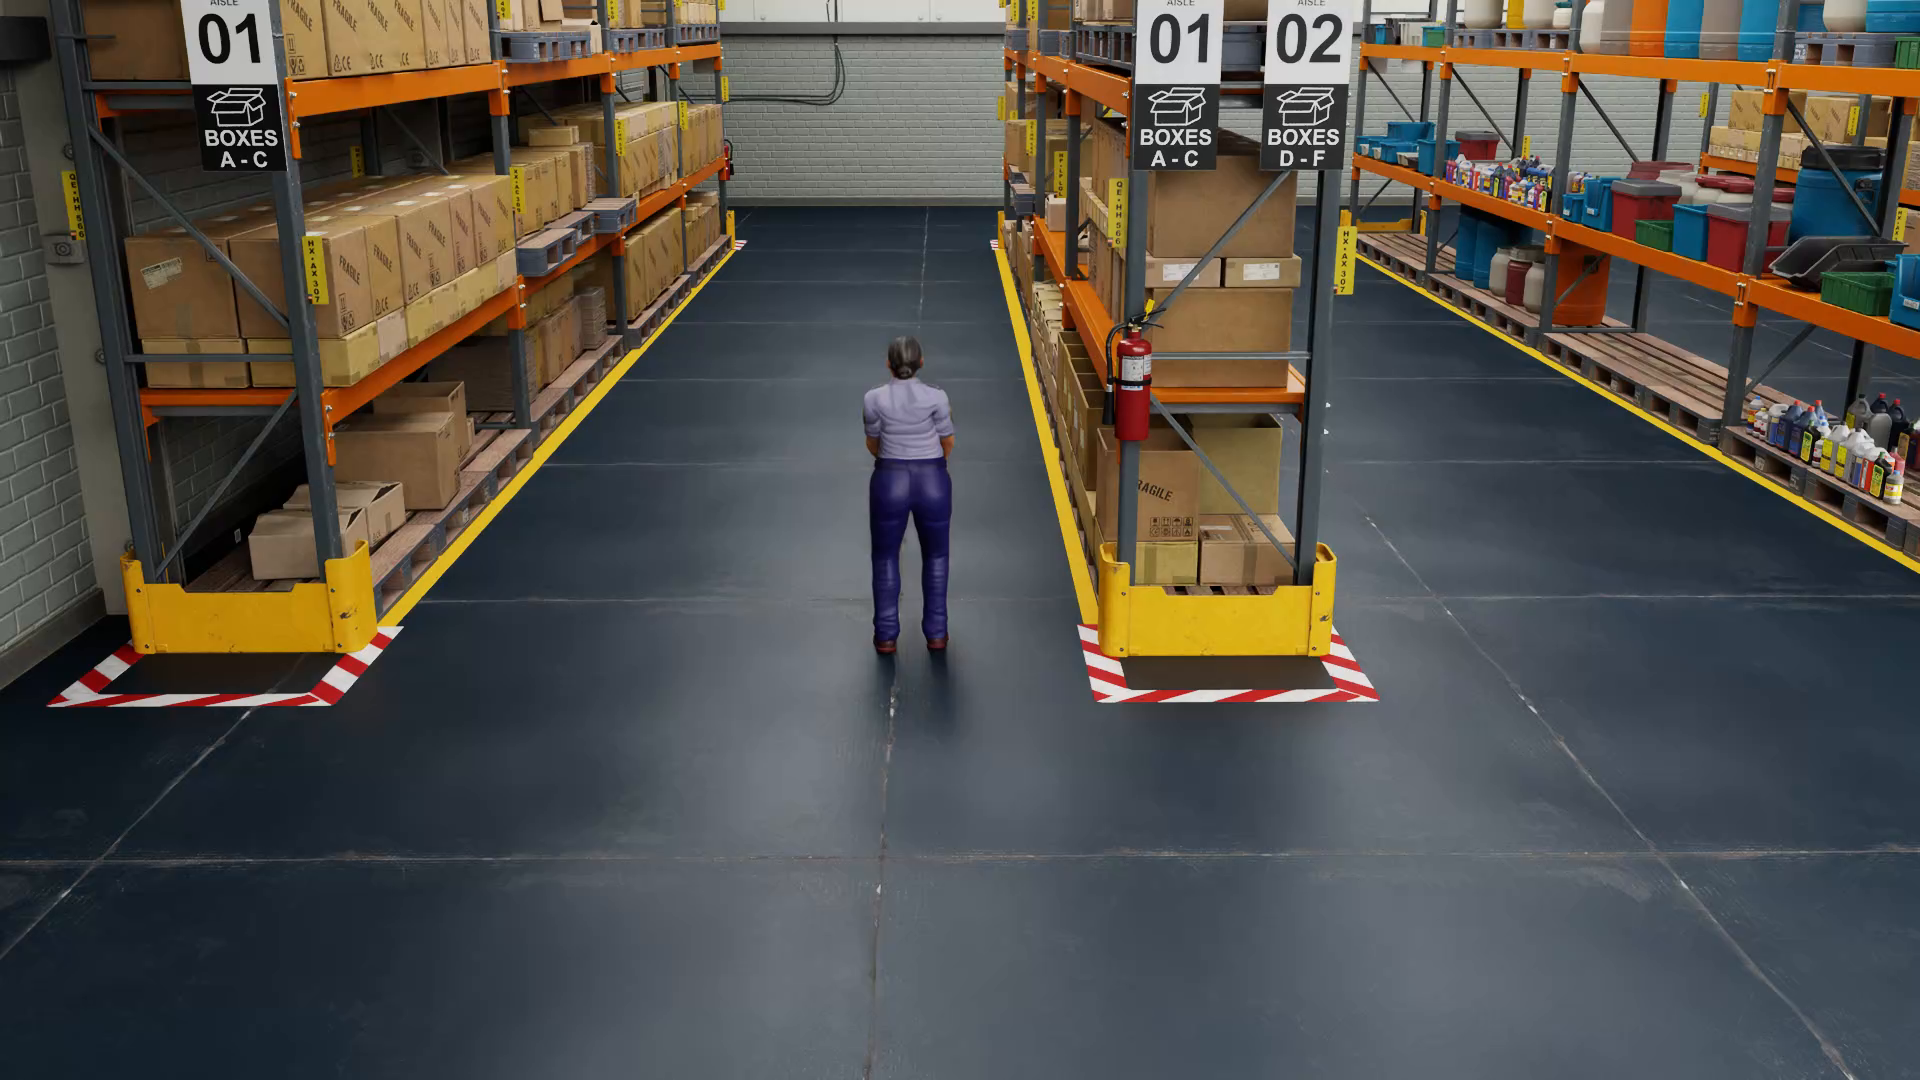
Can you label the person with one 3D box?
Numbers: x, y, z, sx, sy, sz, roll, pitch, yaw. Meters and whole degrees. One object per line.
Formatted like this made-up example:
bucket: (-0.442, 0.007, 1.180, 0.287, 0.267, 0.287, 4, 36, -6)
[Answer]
person: (-0.253, -0.250, 8.398, 0.453, 1.636, 0.524, 0, 17, 0)
